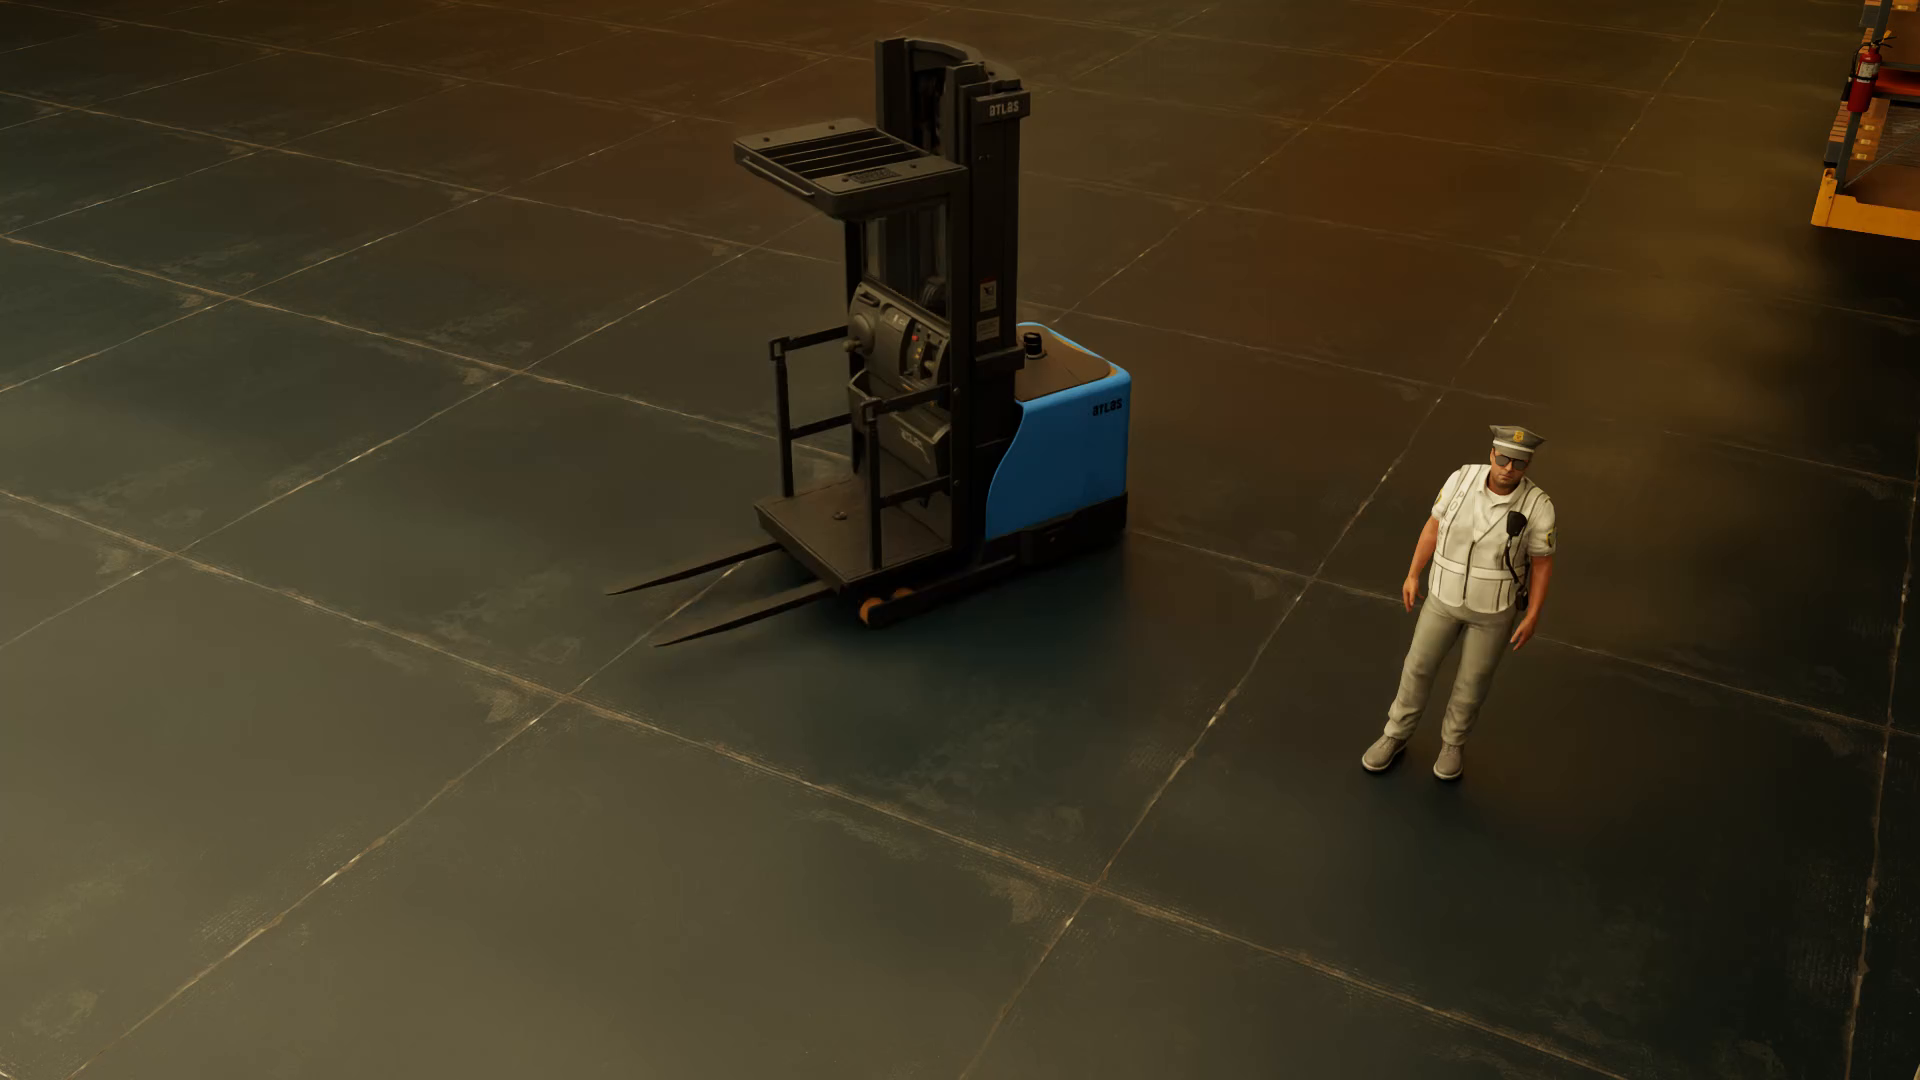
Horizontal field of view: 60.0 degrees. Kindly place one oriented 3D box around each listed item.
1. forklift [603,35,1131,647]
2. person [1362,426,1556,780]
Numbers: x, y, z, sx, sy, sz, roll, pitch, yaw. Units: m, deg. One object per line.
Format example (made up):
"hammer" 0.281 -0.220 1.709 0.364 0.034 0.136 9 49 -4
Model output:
"forklift" -0.511 -1.086 8.953 3.031 2.935 1.130 -19 35 -29
"person" 2.346 0.298 7.690 0.638 1.781 0.576 17 34 27
